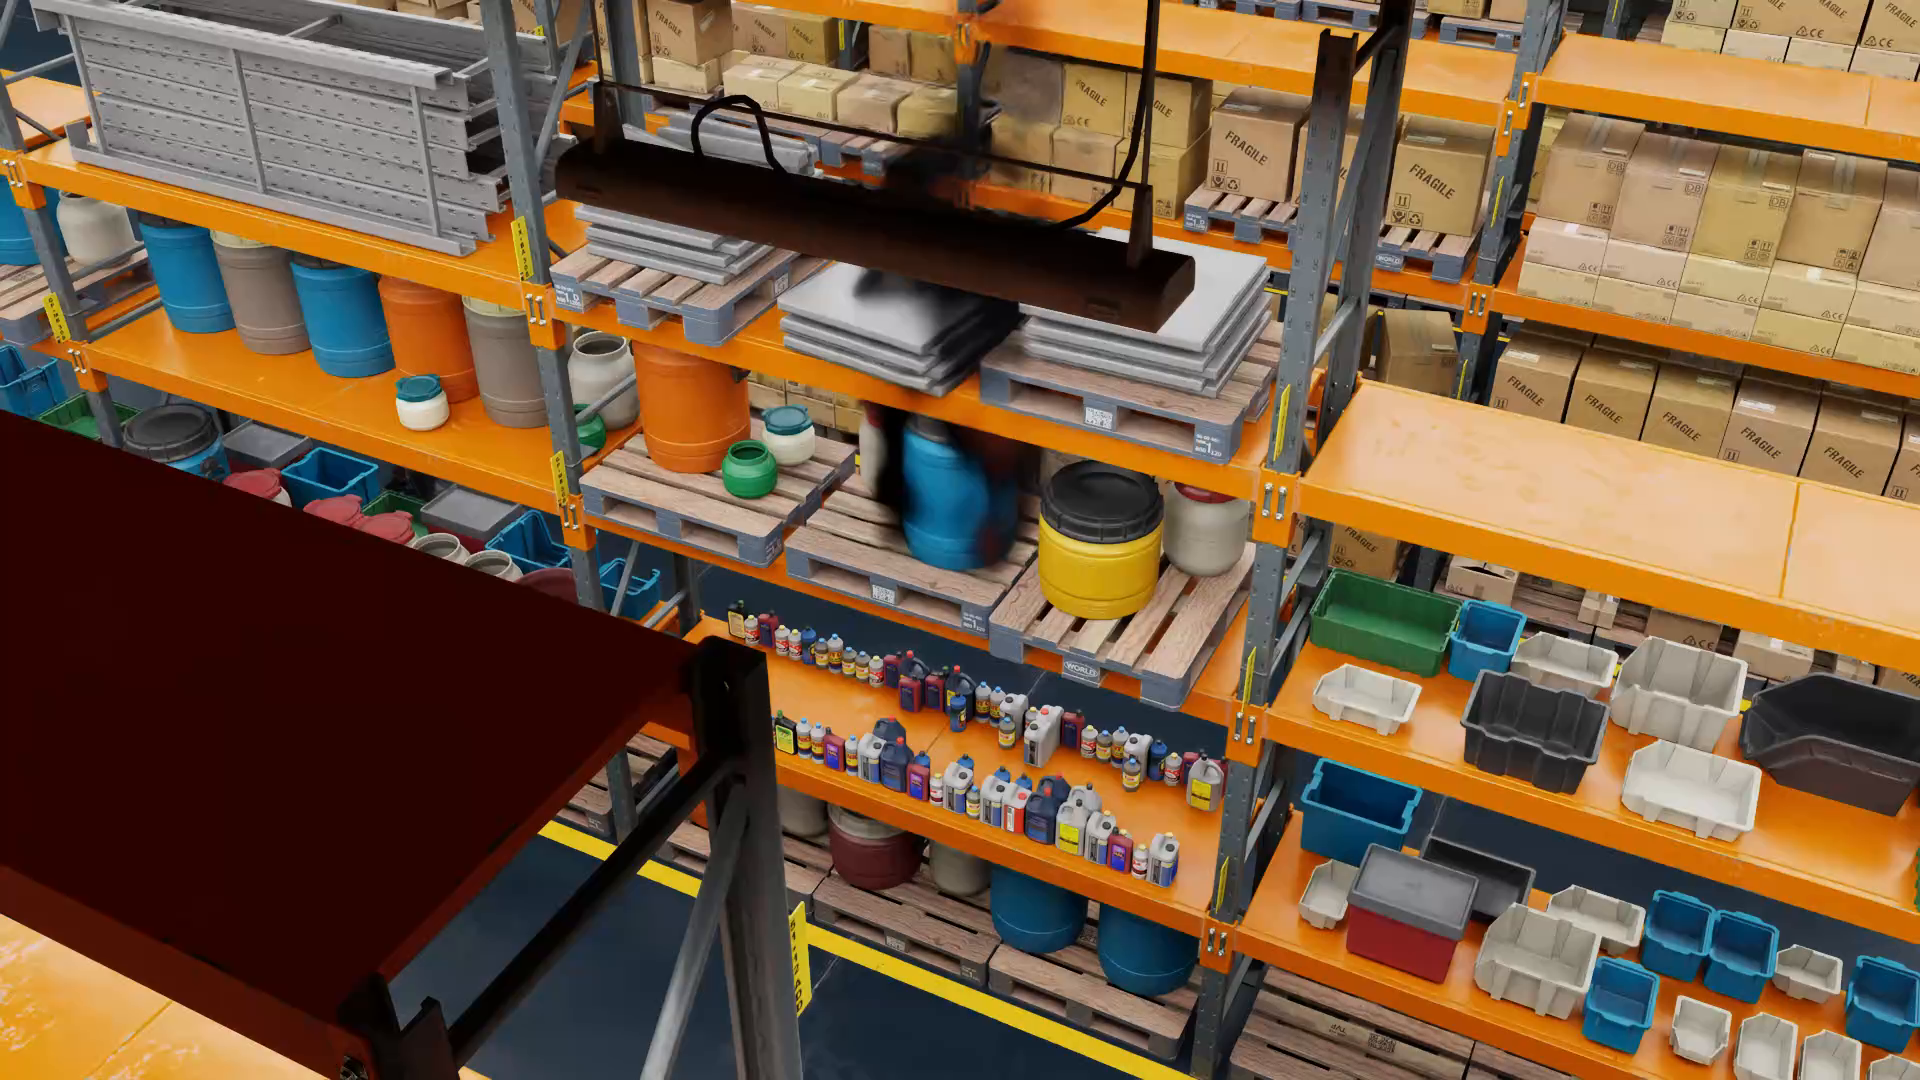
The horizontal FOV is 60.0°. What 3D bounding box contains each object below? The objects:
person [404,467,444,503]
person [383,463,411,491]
[{"bbox_3d":[-4.365,-0.722,13.464,0.646,1.626,0.550,10,36,14],"label":"person"},{"bbox_3d":[-4.571,-1.115,13.964,0.954,1.754,0.665,14,37,19],"label":"person"}]
